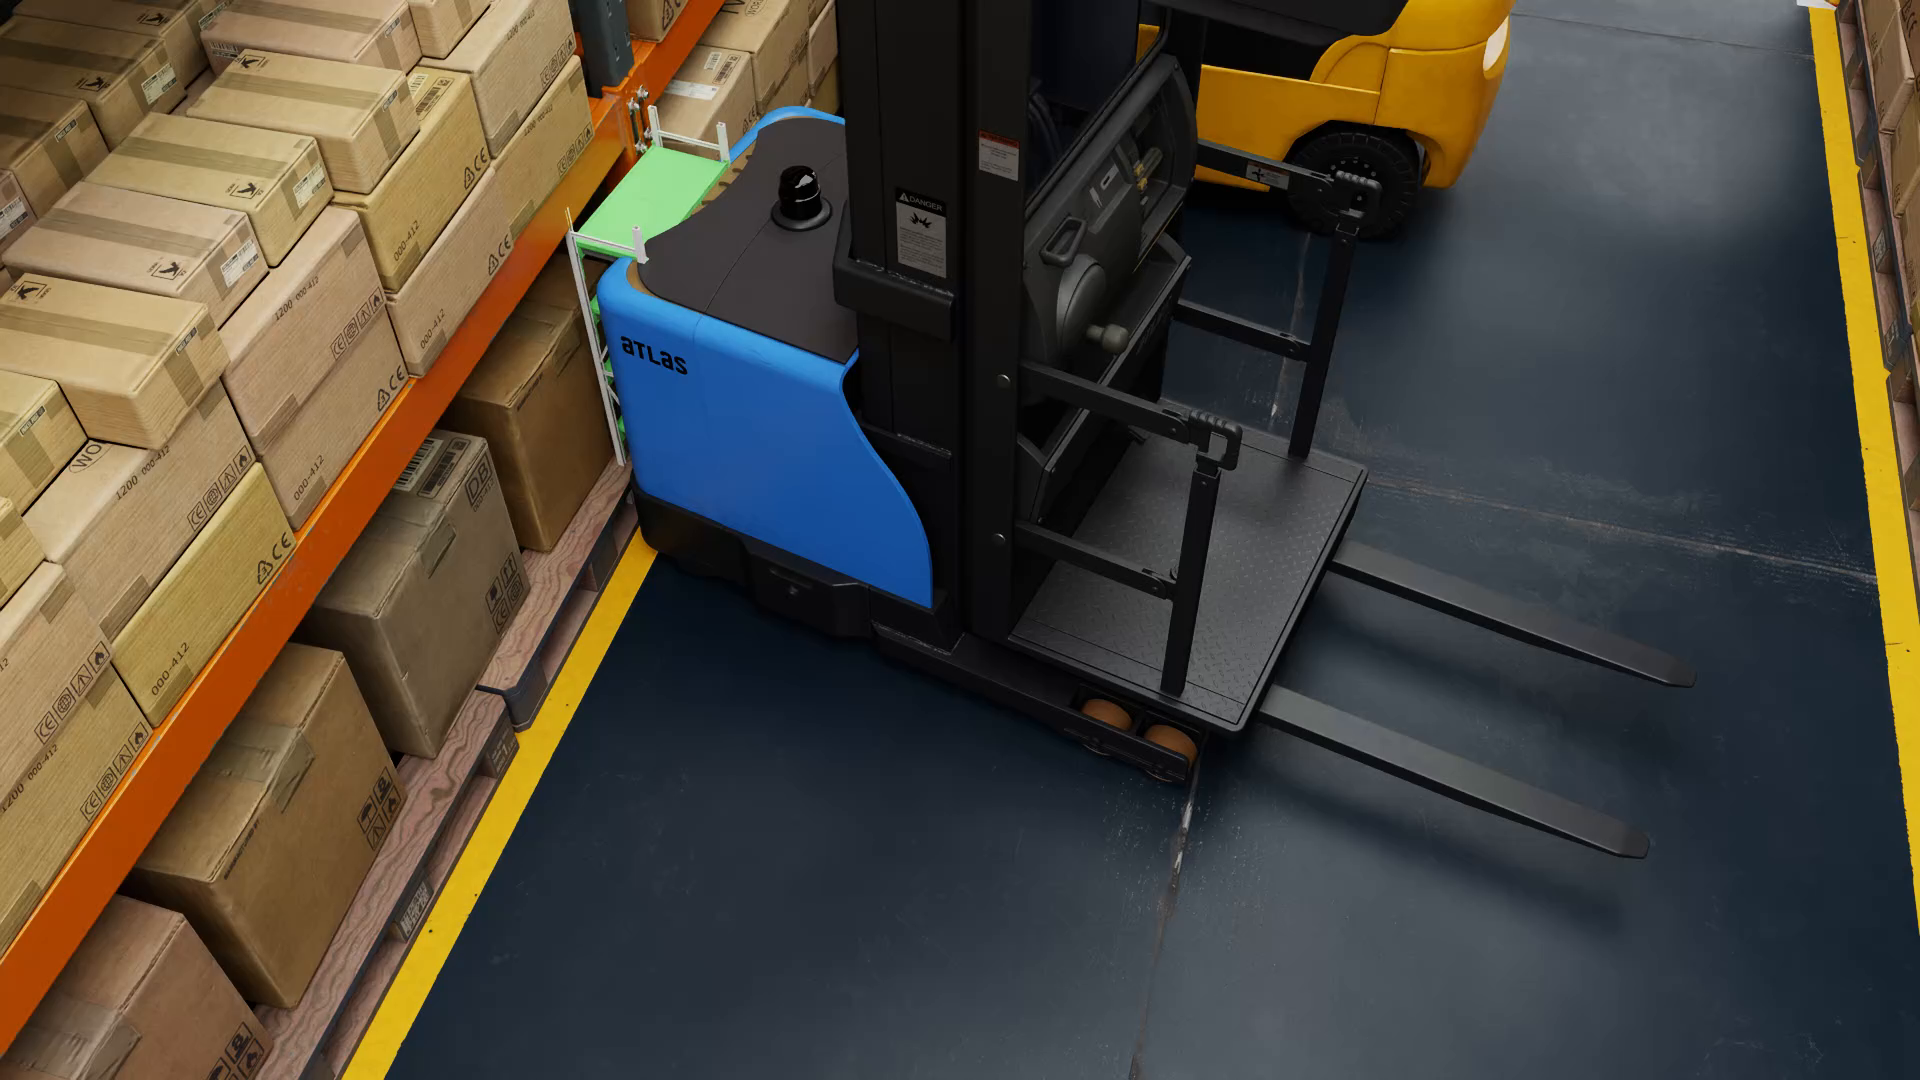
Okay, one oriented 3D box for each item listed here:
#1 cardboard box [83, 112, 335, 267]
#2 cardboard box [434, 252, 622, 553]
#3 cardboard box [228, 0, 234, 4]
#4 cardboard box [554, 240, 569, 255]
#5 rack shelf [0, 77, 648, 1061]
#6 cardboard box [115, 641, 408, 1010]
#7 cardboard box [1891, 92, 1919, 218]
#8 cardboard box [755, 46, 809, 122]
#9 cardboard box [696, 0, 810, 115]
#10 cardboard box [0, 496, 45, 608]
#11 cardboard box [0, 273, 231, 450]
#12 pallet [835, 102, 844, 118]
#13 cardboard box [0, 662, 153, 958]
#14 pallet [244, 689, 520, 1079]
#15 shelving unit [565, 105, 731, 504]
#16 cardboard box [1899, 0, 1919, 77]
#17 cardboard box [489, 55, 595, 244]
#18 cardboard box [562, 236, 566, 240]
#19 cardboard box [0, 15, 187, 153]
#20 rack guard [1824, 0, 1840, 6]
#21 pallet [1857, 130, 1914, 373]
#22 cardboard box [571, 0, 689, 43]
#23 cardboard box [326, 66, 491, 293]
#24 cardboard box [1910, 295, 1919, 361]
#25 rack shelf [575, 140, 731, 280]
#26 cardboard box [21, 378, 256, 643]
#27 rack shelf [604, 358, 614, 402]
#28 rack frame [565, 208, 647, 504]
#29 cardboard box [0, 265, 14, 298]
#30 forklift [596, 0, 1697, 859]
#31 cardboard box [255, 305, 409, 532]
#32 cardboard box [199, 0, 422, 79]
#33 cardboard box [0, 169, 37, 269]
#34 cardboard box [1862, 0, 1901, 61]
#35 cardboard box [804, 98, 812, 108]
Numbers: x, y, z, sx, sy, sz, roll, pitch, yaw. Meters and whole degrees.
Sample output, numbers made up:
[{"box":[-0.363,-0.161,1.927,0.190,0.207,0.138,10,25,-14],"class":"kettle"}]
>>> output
[{"box":[-1.521,-0.716,3.382,0.380,0.149,0.250,10,49,9],"class":"cardboard box"},{"box":[-1.535,-0.483,4.979,0.875,0.625,0.625,14,50,12],"class":"cardboard box"},{"box":[-1.829,-1.361,3.952,0.380,0.149,0.250,10,49,9],"class":"cardboard box"},{"box":[-1.476,-1.129,5.800,0.500,0.250,0.500,12,50,10],"class":"cardboard box"},{"box":[-1.935,0.175,3.574,1.077,0.370,4.000,12,50,10],"class":"rack shelf"},{"box":[-1.943,0.621,4.005,0.875,0.625,0.625,10,49,8],"class":"cardboard box"},{"box":[3.682,-1.361,6.004,0.500,0.250,0.500,15,50,13],"class":"cardboard box"},{"box":[-0.853,-1.557,5.844,0.500,0.250,0.500,11,50,10],"class":"cardboard box"},{"box":[-0.834,-1.725,5.659,0.500,0.250,0.500,12,50,10],"class":"cardboard box"},{"box":[-1.764,0.028,2.725,0.380,0.149,0.250,13,50,11],"class":"cardboard box"},{"box":[-1.587,-0.329,3.040,0.380,0.149,0.250,10,49,9],"class":"cardboard box"},{"box":[-0.840,-2.039,6.908,1.003,0.211,1.213,12,50,10],"class":"pallet"},{"box":[-1.843,0.424,2.975,0.500,0.250,0.500,10,49,9],"class":"cardboard box"},{"box":[-1.884,0.839,4.368,1.003,0.211,1.213,12,50,10],"class":"pallet"},{"box":[-0.862,-0.635,5.003,0.258,1.200,0.503,17,52,14],"class":"shelving unit"},{"box":[3.815,-1.978,6.048,0.500,0.500,0.500,10,49,9],"class":"cardboard box"},{"box":[-1.289,-1.043,4.270,0.500,0.250,0.500,13,50,11],"class":"cardboard box"},{"box":[-1.478,-1.296,5.614,0.500,0.250,0.500,11,49,9],"class":"cardboard box"},{"box":[-1.943,-0.992,3.625,0.380,0.149,0.250,11,50,10],"class":"cardboard box"},{"box":[4.414,-2.544,7.161,1.175,0.500,0.348,12,50,10],"class":"rack guard"},{"box":[3.843,-0.988,5.981,1.003,0.211,1.213,12,50,10],"class":"pallet"},{"box":[-1.040,-1.812,4.782,0.500,0.500,0.500,10,49,9],"class":"cardboard box"},{"box":[-1.420,-0.846,3.762,0.500,0.250,0.500,10,49,9],"class":"cardboard box"},{"box":[3.408,-0.629,5.359,0.500,0.250,0.500,10,49,9],"class":"cardboard box"},{"box":[-0.863,-0.905,4.687,0.258,0.148,0.480,17,52,14],"class":"rack shelf"},{"box":[-1.711,-0.116,3.118,0.500,0.250,0.500,12,50,11],"class":"cardboard box"},{"box":[-0.861,-0.593,5.052,0.258,0.148,0.480,17,52,14],"class":"rack shelf"},{"box":[-0.952,-0.462,4.856,0.240,1.200,0.015,17,52,14],"class":"rack frame"},{"box":[-2.078,-0.578,3.526,0.500,0.250,0.500,10,49,9],"class":"cardboard box"},{"box":[0.555,-0.754,3.961,3.031,2.935,1.130,21,52,18],"class":"forklift"},{"box":[-1.576,-0.326,3.637,0.500,0.250,0.500,12,50,10],"class":"cardboard box"},{"box":[-1.450,-1.109,3.729,0.380,0.149,0.250,12,50,10],"class":"cardboard box"},{"box":[-2.095,-0.633,3.309,0.380,0.149,0.250,11,50,10],"class":"cardboard box"},{"box":[3.955,-2.126,6.679,0.500,0.250,0.500,11,50,10],"class":"cardboard box"},{"box":[-0.843,-1.393,6.033,0.500,0.250,0.500,11,49,9],"class":"cardboard box"}]
